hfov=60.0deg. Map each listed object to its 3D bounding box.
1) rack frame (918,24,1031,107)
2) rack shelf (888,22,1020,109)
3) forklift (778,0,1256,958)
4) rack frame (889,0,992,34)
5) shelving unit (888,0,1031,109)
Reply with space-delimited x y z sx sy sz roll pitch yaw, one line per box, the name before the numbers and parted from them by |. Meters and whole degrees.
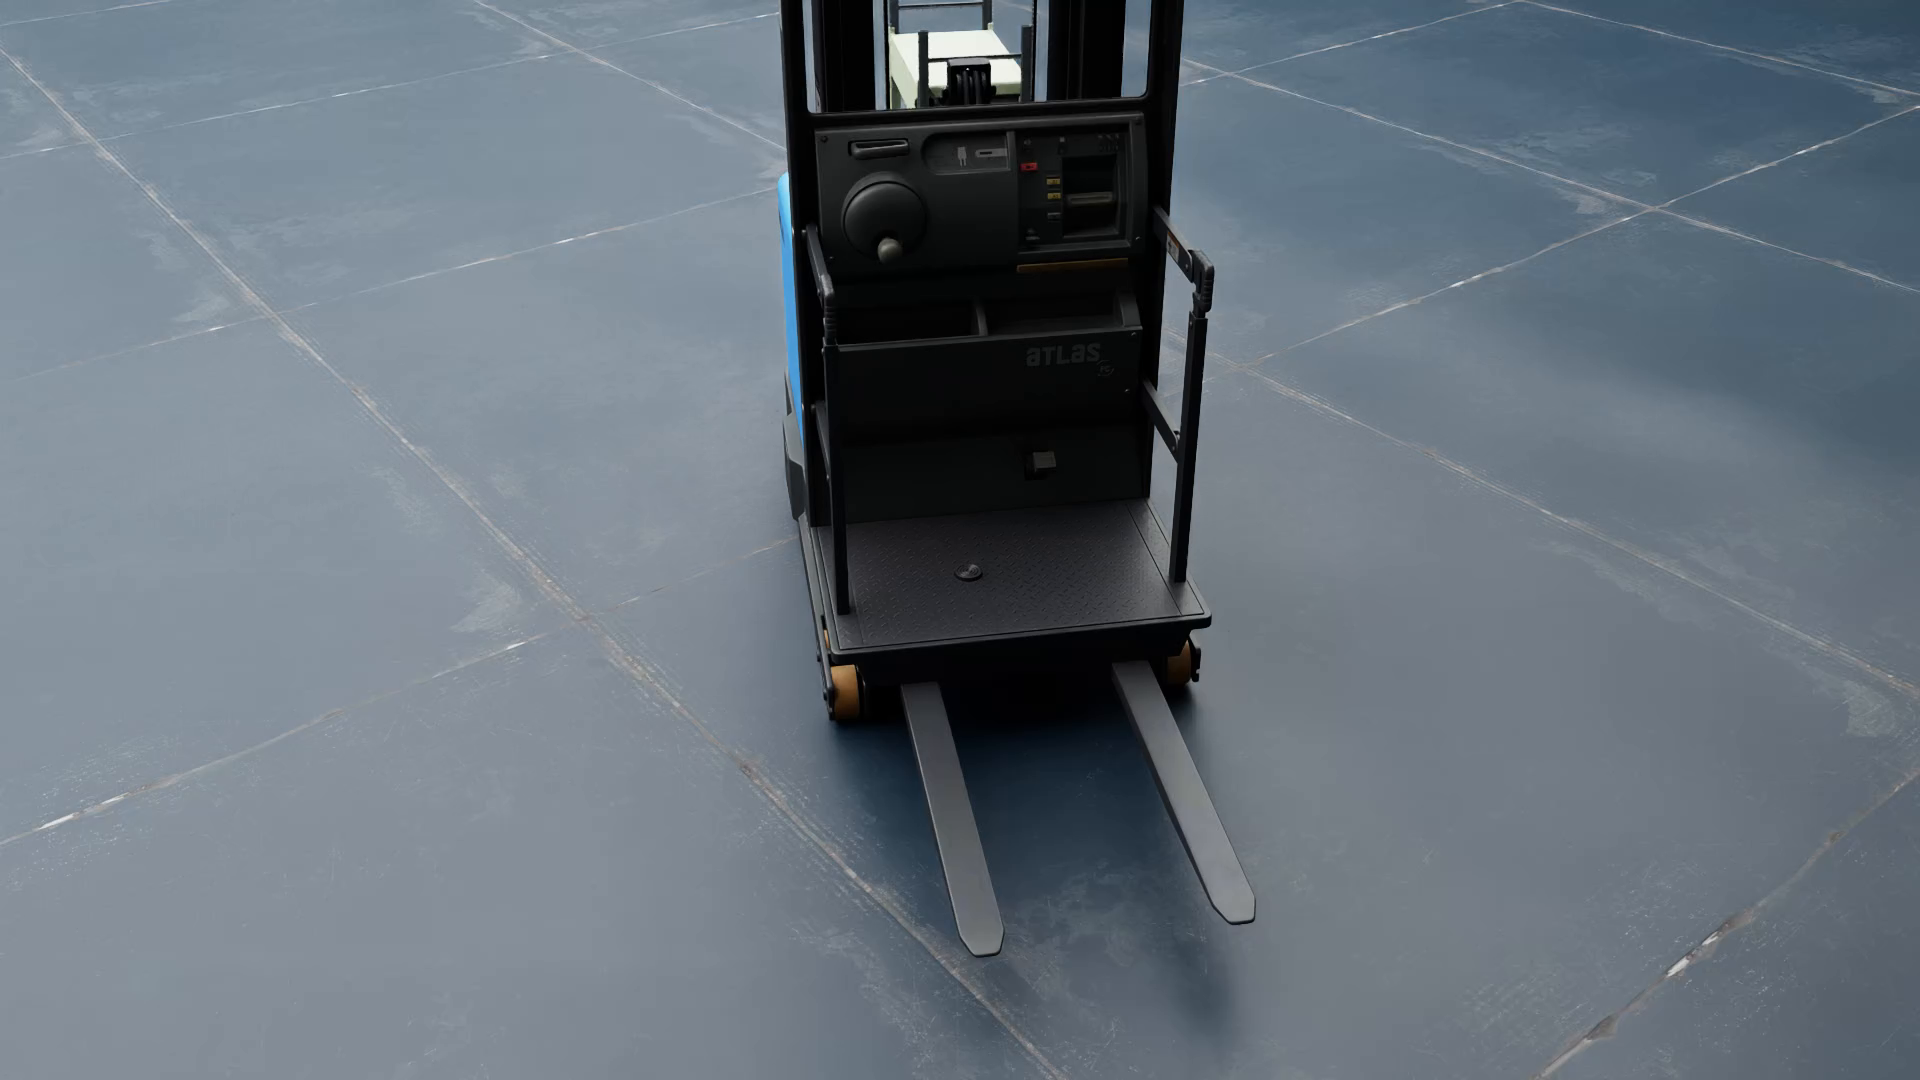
rack frame | 0.052 -1.140 6.164 0.400 1.500 0.023 -5 32 -9
rack shelf | -0.012 -1.662 6.264 0.431 0.370 0.720 -5 32 -9
forklift | 0.105 -0.922 4.456 1.130 2.935 3.031 -5 32 -8
rack frame | -0.076 -1.520 6.776 0.400 1.500 0.023 -5 32 -9
shelving unit | -0.012 -1.330 6.470 0.431 1.500 0.755 -5 32 -9
